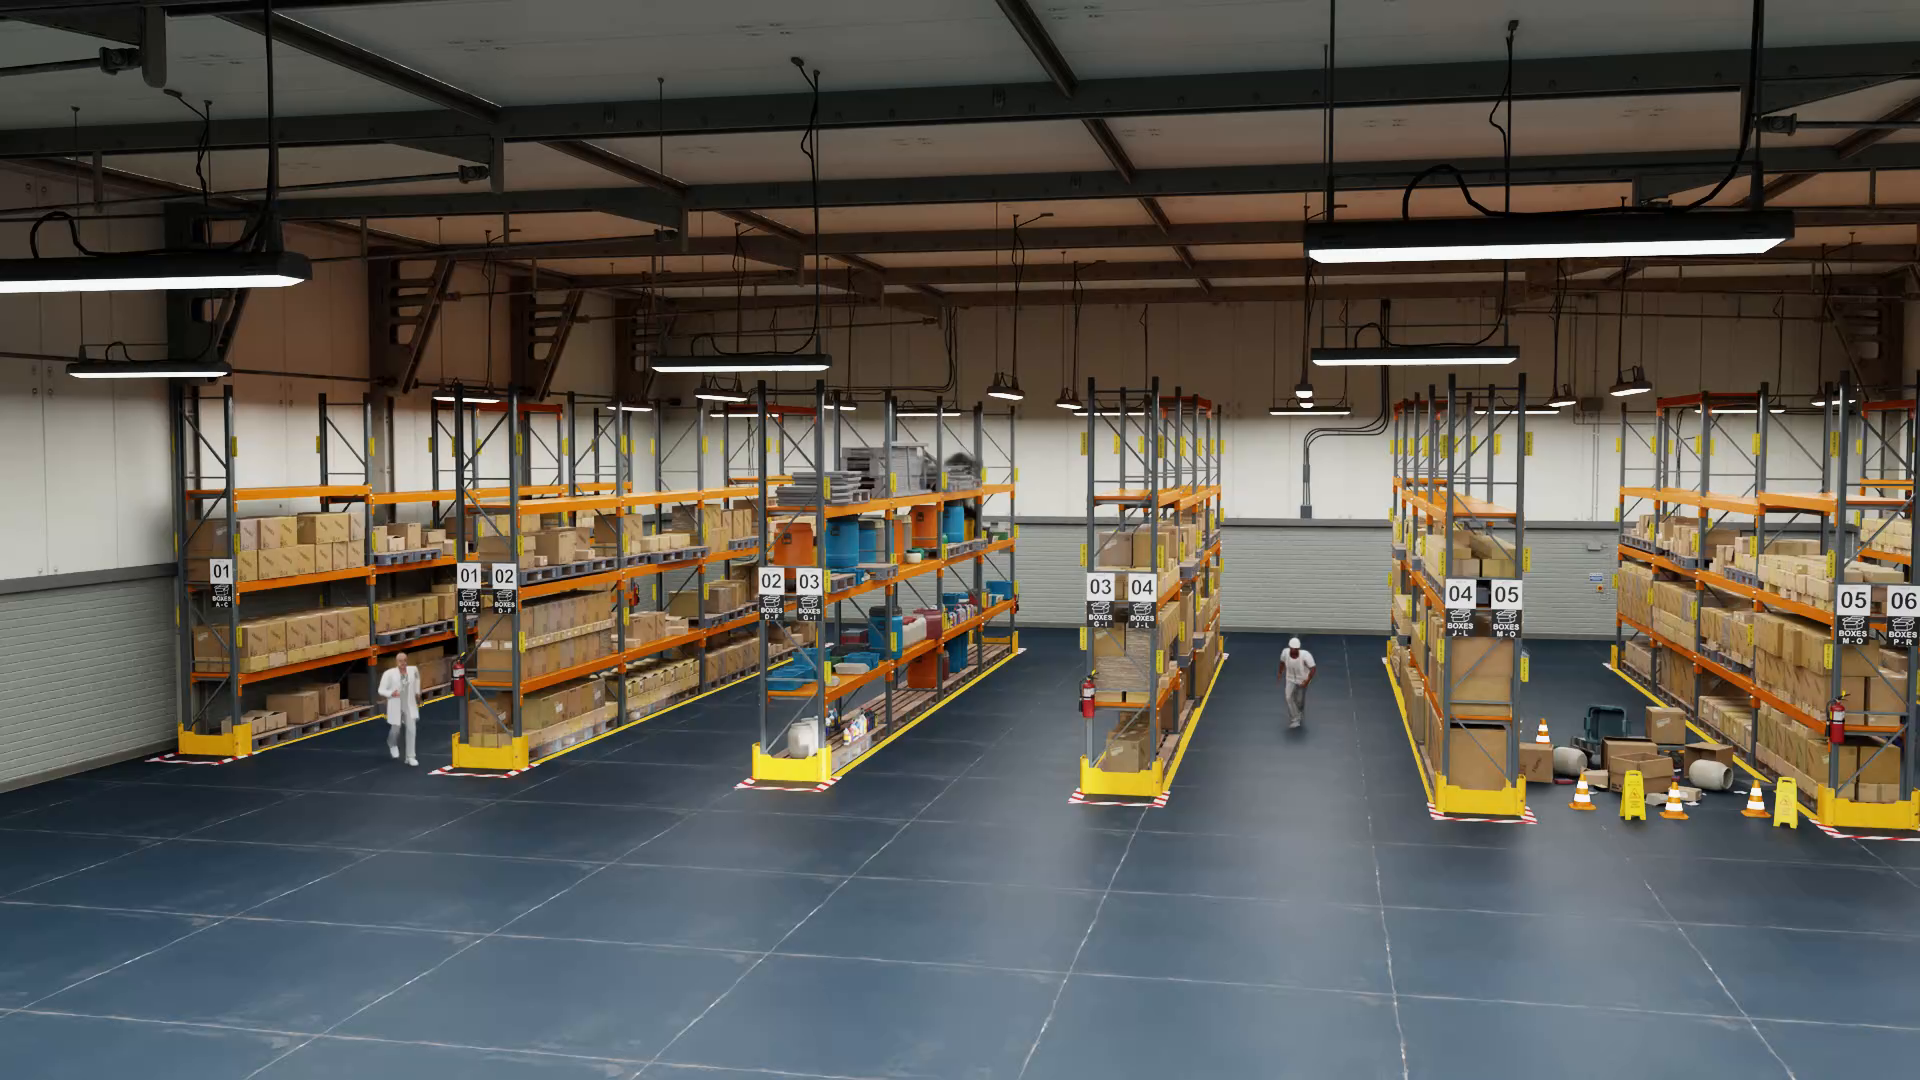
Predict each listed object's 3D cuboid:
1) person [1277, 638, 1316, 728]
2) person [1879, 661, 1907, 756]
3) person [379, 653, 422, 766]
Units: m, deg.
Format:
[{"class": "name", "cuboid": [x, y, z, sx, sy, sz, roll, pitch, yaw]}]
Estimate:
[{"class": "person", "cuboid": [6.056, 2.520, 29.808, 0.707, 1.623, 1.107, 1, 3, 24]}, {"class": "person", "cuboid": [15.223, 2.743, 27.101, 0.644, 1.482, 0.859, 0, 3, -1]}, {"class": "person", "cuboid": [-8.807, 2.630, 26.164, 0.682, 1.738, 1.131, -2, 4, -29]}]
